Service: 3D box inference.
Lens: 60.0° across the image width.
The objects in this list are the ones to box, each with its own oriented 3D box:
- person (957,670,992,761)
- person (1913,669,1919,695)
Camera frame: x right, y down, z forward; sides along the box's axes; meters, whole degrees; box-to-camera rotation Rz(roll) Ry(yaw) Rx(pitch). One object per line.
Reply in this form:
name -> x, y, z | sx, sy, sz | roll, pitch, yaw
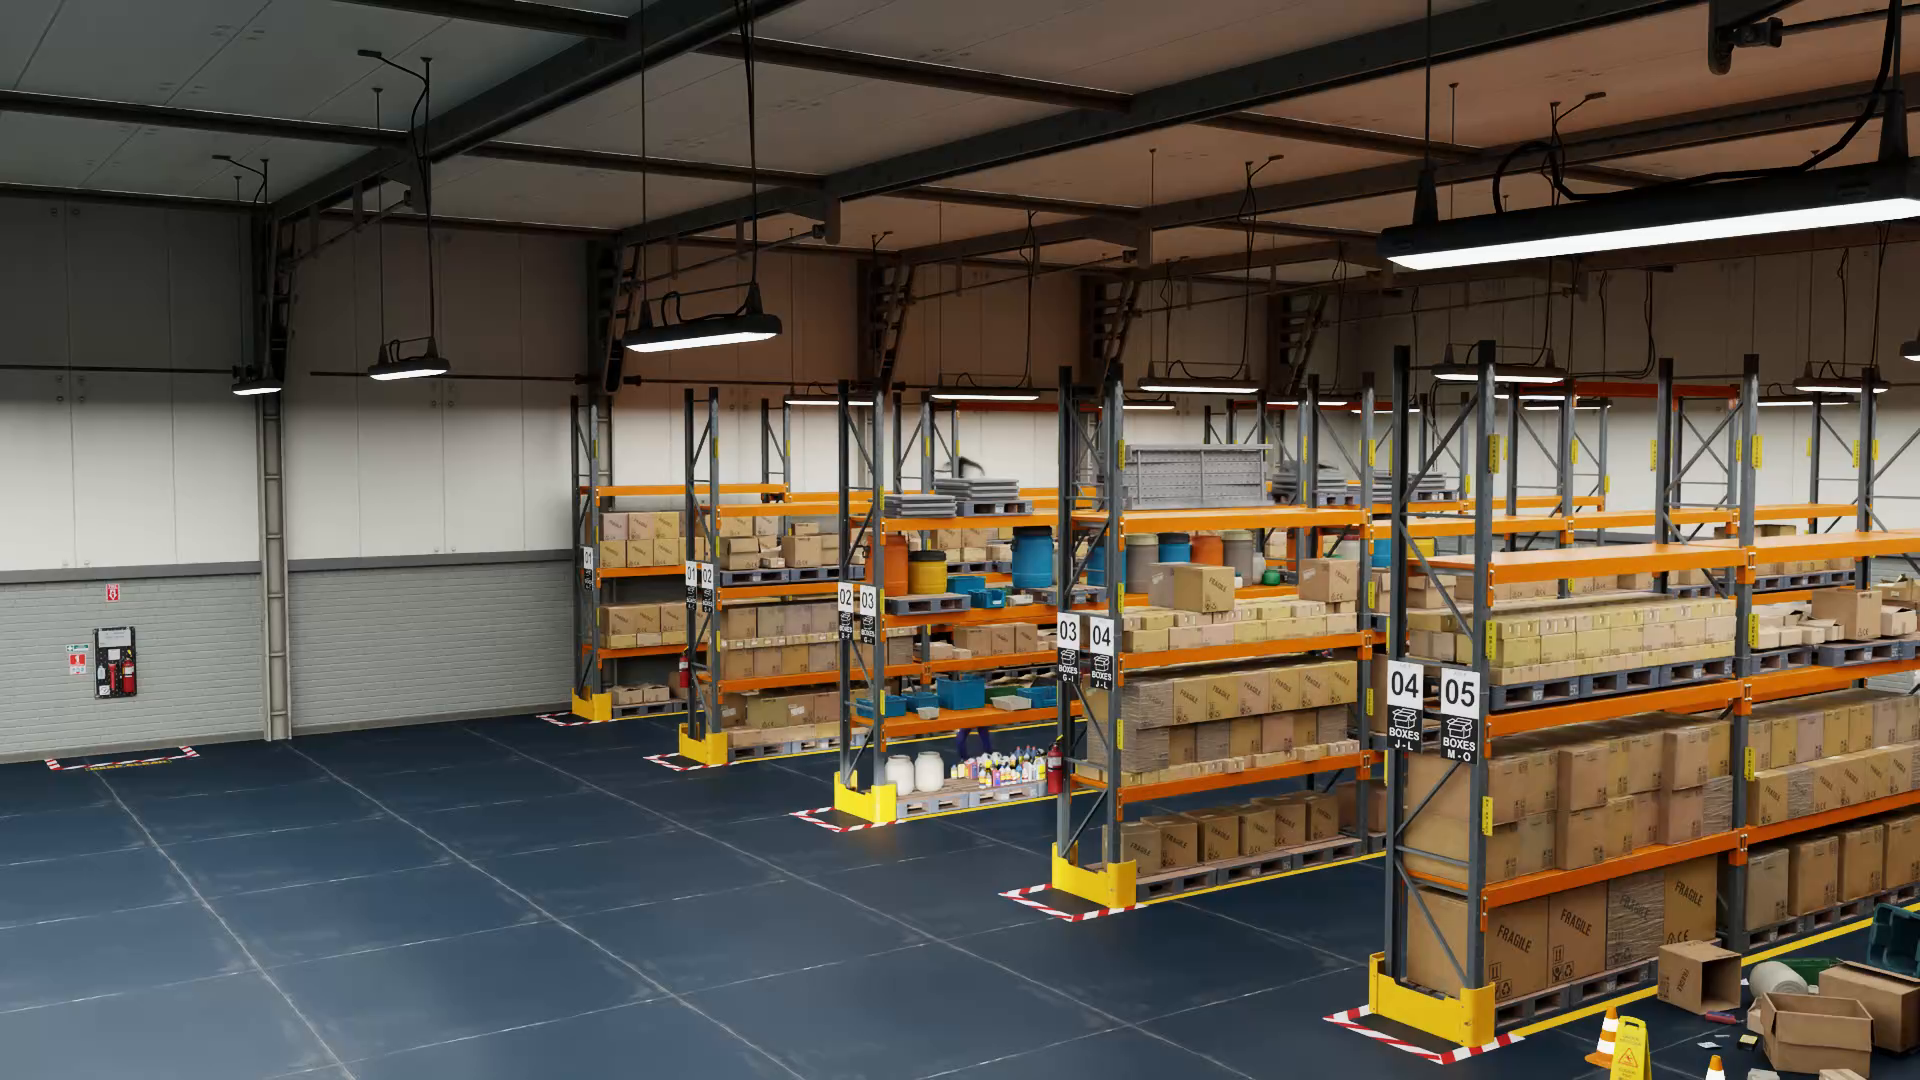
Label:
person -> 0.192, 2.847, 26.097 | 0.650, 1.620, 0.768 | 1, 4, 13
person -> 16.523, 2.755, 28.269 | 1.103, 1.461, 0.598 | -3, 5, -41
